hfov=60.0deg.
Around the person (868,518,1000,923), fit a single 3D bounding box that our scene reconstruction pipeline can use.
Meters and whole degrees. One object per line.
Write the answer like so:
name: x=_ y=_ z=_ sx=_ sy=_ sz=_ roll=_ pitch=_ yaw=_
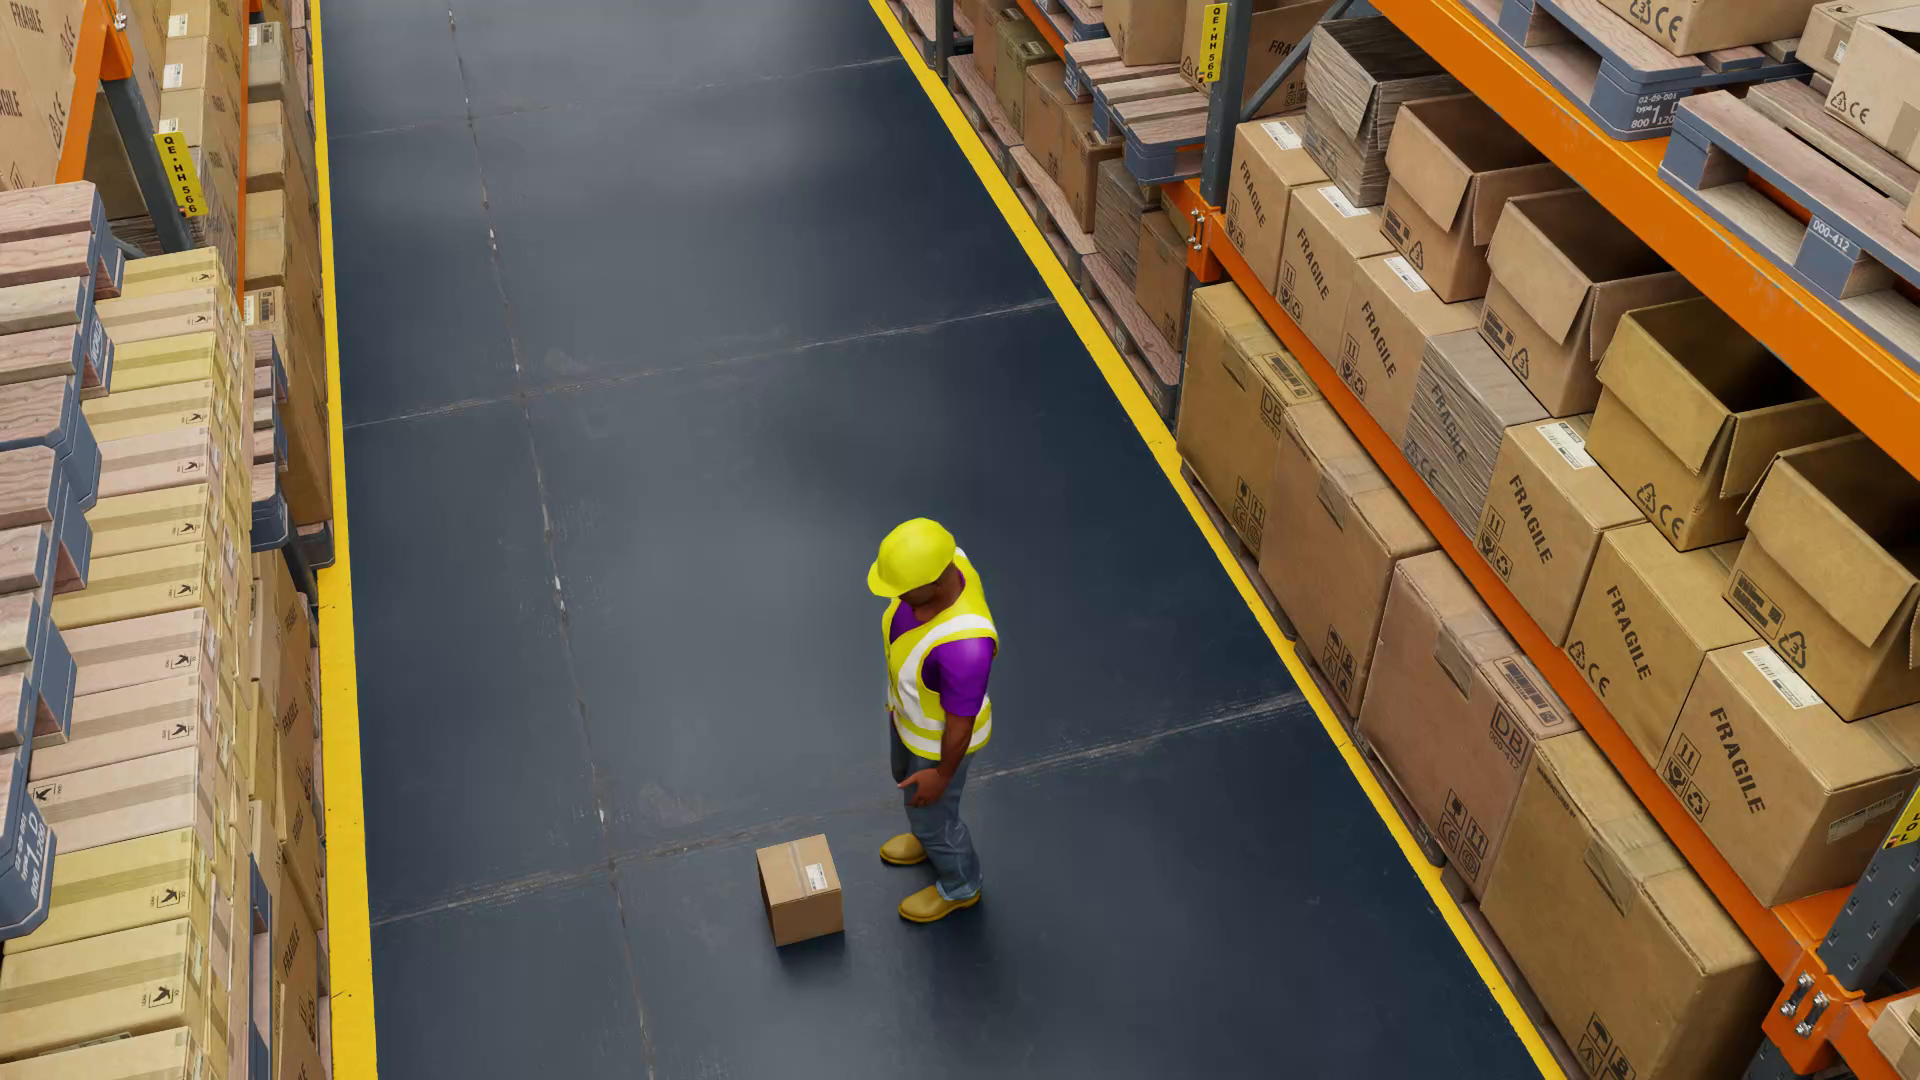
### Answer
person: x=-0.091 y=0.601 z=5.485 sx=0.384 sy=1.751 sz=0.573 roll=-11 pitch=43 yaw=-12
